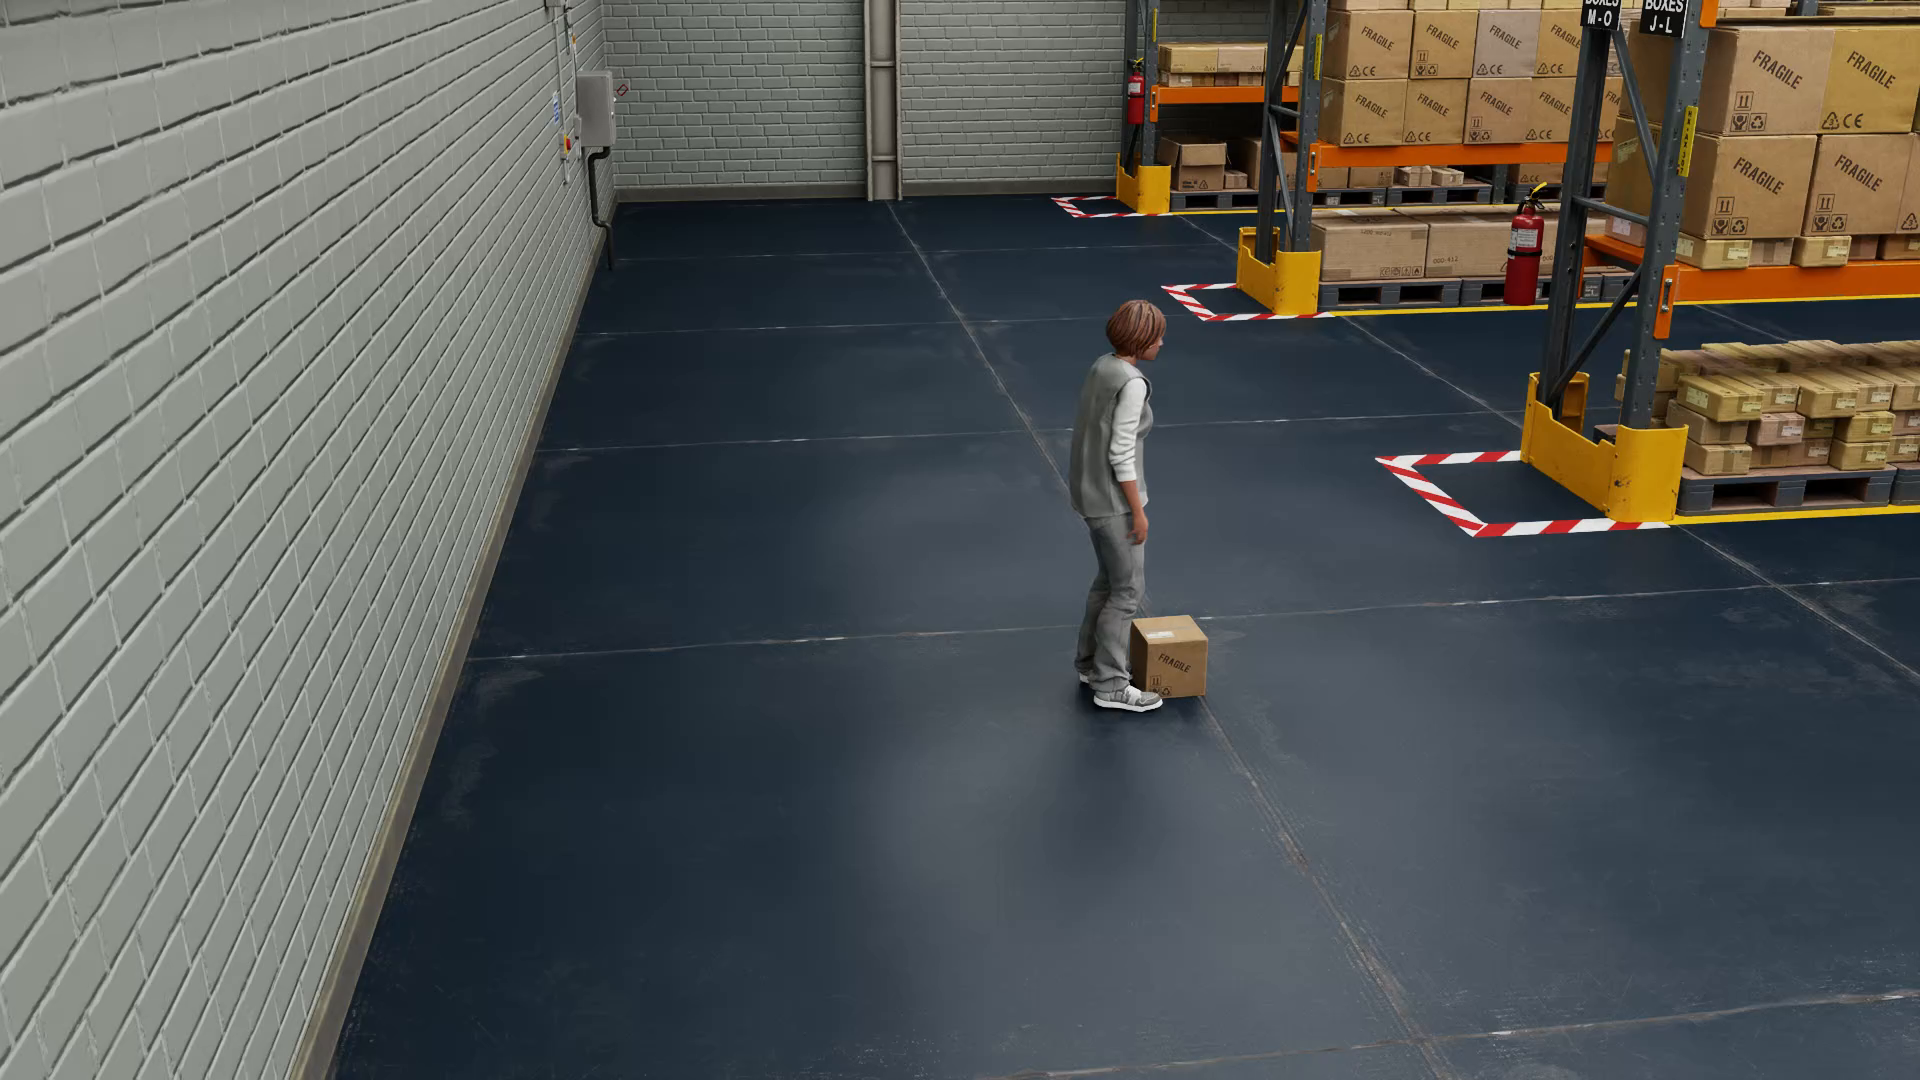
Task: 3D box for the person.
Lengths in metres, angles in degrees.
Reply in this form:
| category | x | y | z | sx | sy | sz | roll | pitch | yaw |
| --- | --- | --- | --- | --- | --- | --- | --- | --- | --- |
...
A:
| category | x | y | z | sx | sy | sz | roll | pitch | yaw |
| --- | --- | --- | --- | --- | --- | --- | --- | --- | --- |
| person | 0.605 | -0.139 | 6.465 | 0.343 | 1.593 | 0.464 | -4 | 21 | -10 |
